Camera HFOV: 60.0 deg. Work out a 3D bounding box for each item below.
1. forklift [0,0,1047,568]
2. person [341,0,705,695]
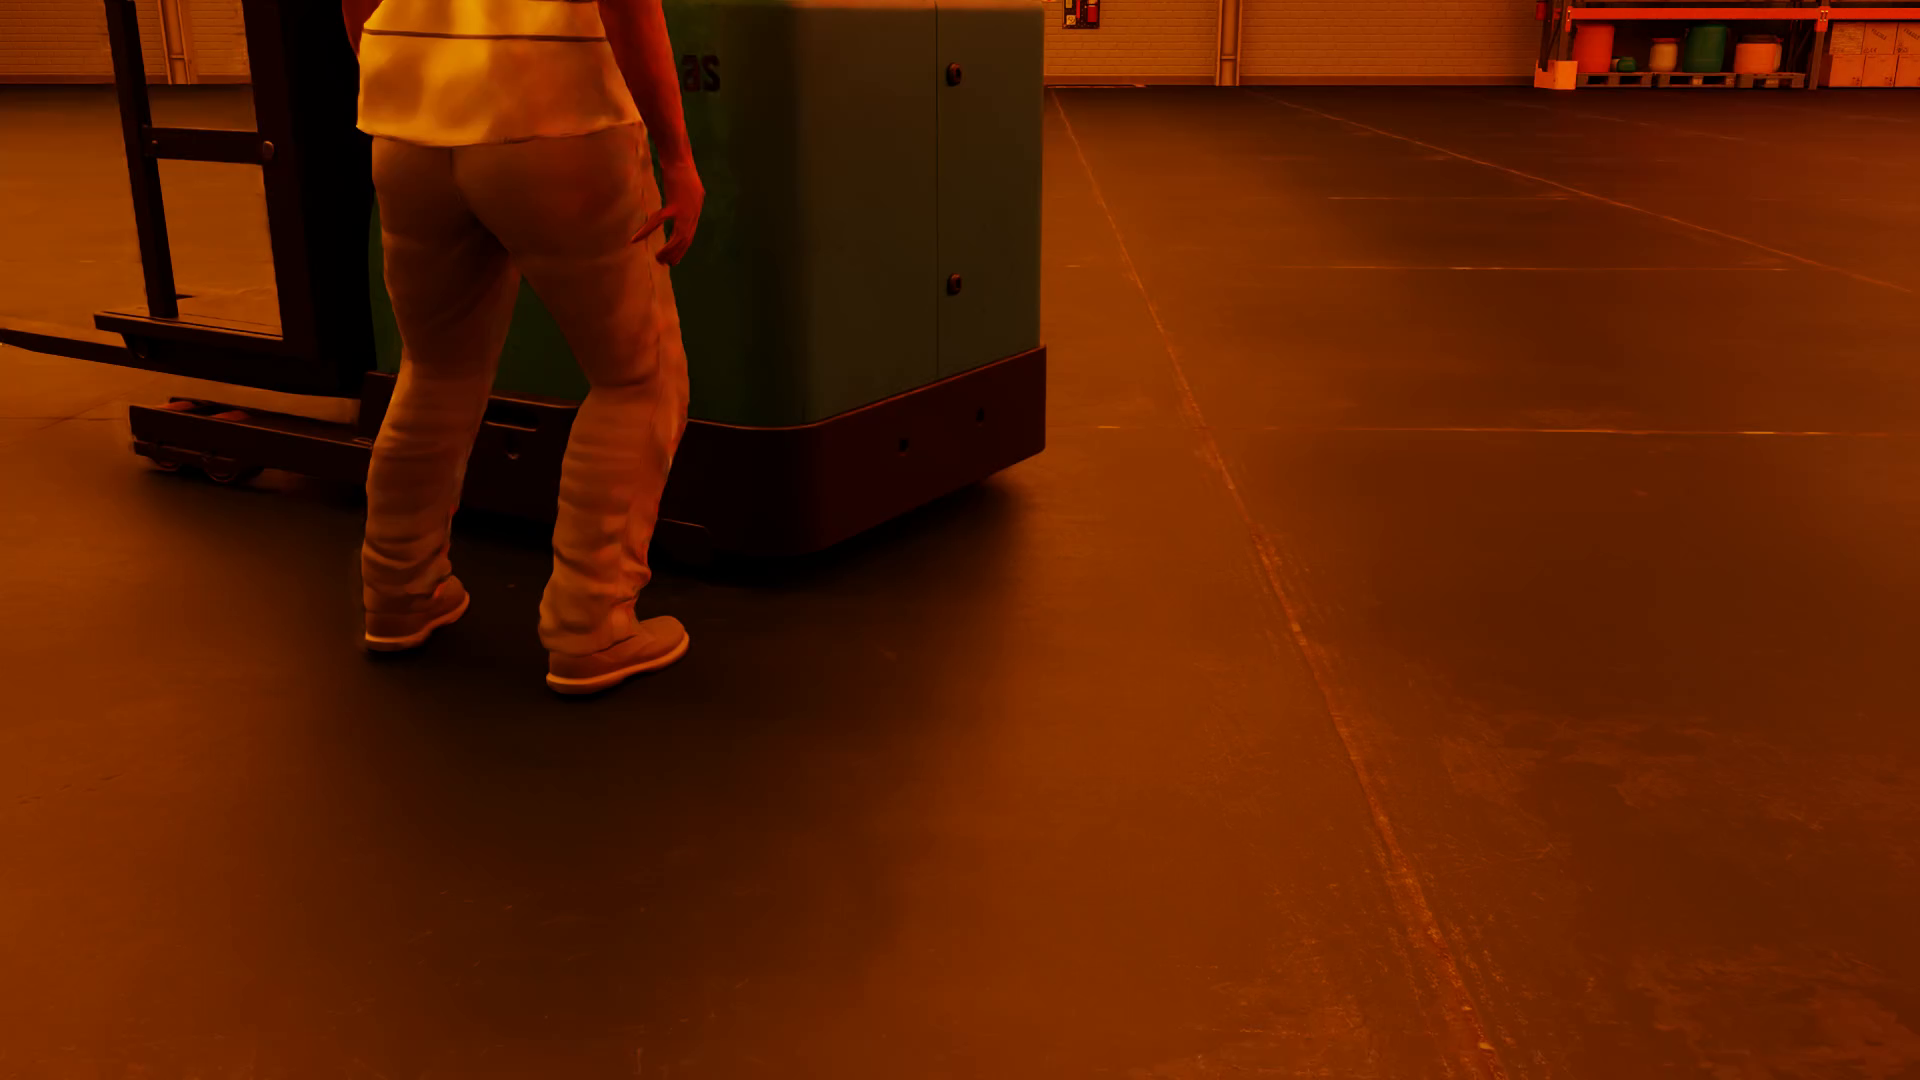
[{"bbox_3d":[-1.335,-1.651,3.745,3.031,2.935,1.130,10,20,29],"label":"forklift"},{"bbox_3d":[-0.683,-0.598,2.534,0.740,1.645,0.435,9,20,28],"label":"person"}]
